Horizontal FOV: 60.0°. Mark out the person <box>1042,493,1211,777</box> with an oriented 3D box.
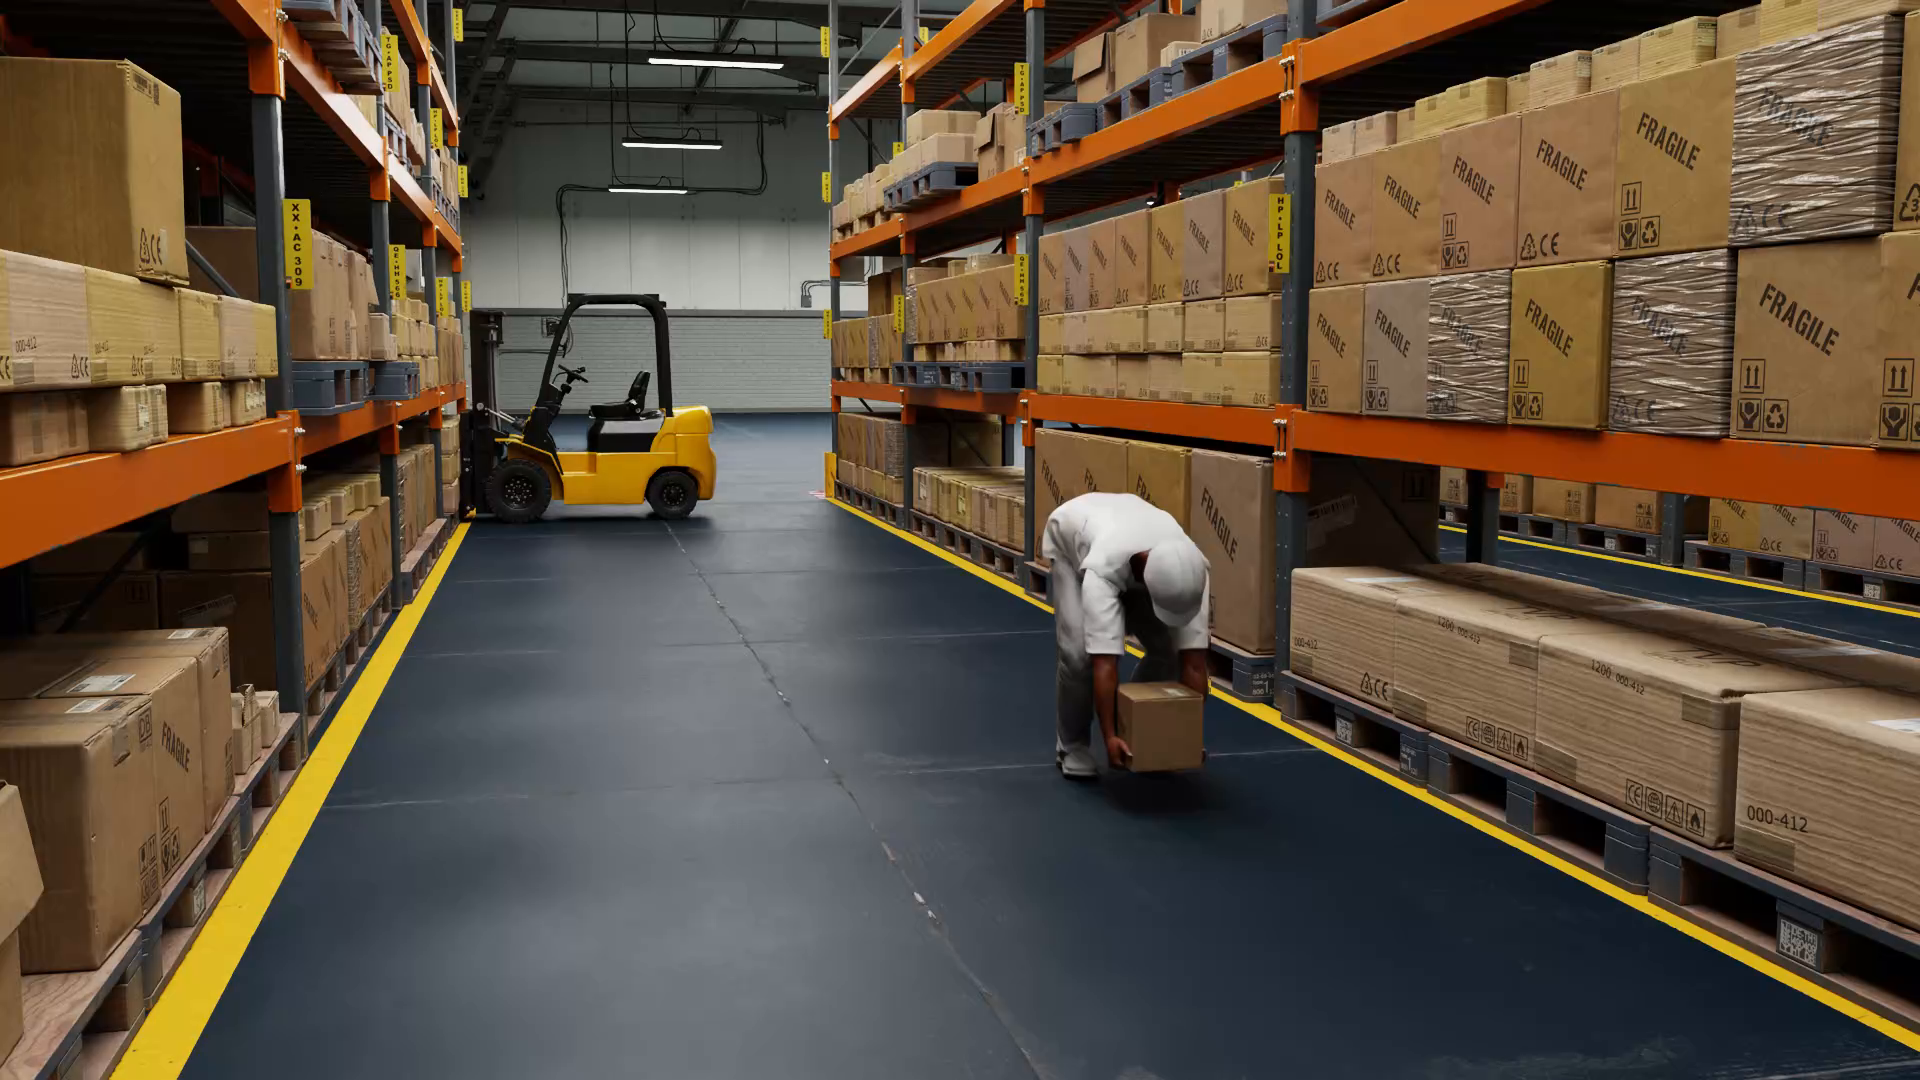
[{"bbox_3d":[0.617,0.360,5.913,0.490,1.030,0.979,-2,6,-16],"label":"person"}]
